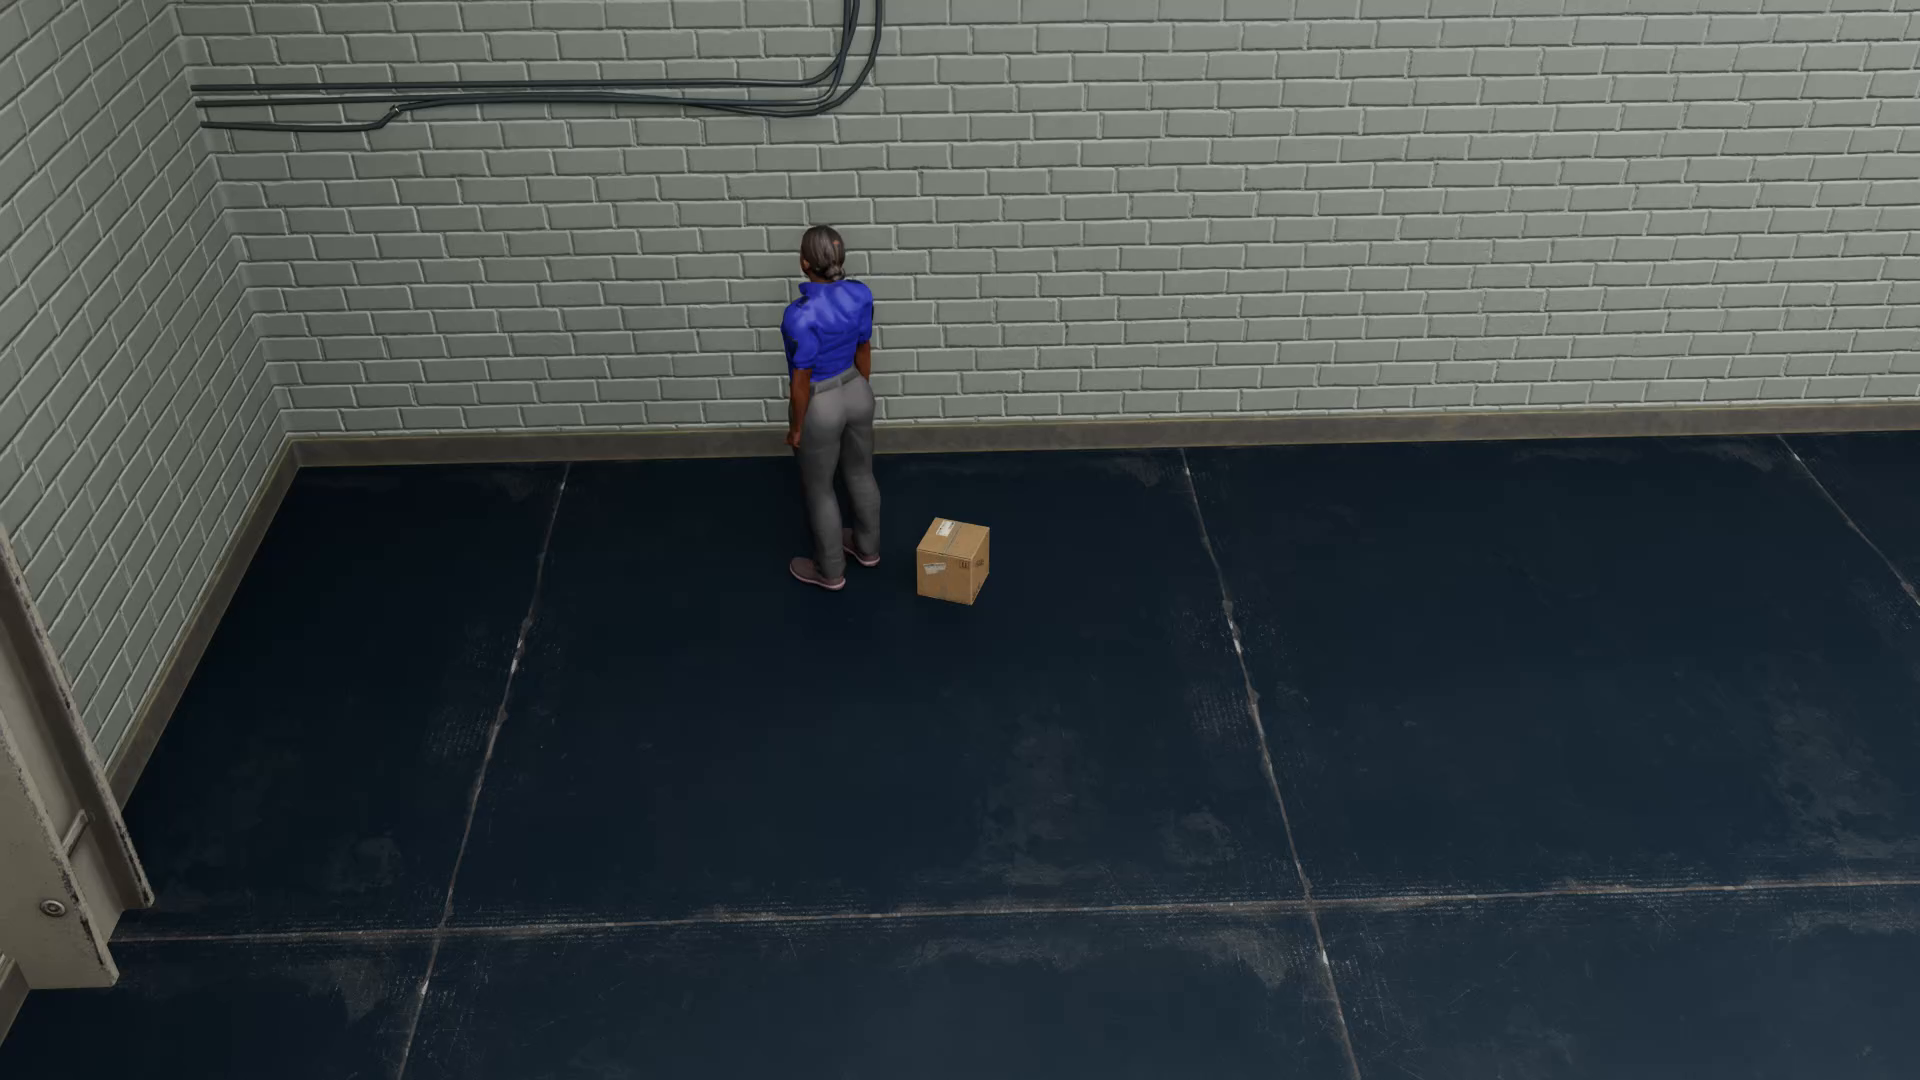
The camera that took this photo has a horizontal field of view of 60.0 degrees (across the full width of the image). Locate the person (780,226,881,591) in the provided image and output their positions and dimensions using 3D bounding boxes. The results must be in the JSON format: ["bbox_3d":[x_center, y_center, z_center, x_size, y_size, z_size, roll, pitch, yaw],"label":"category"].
[{"bbox_3d":[-0.547,-0.549,6.921,0.451,1.660,0.336,-30,45,-35],"label":"person"}]
